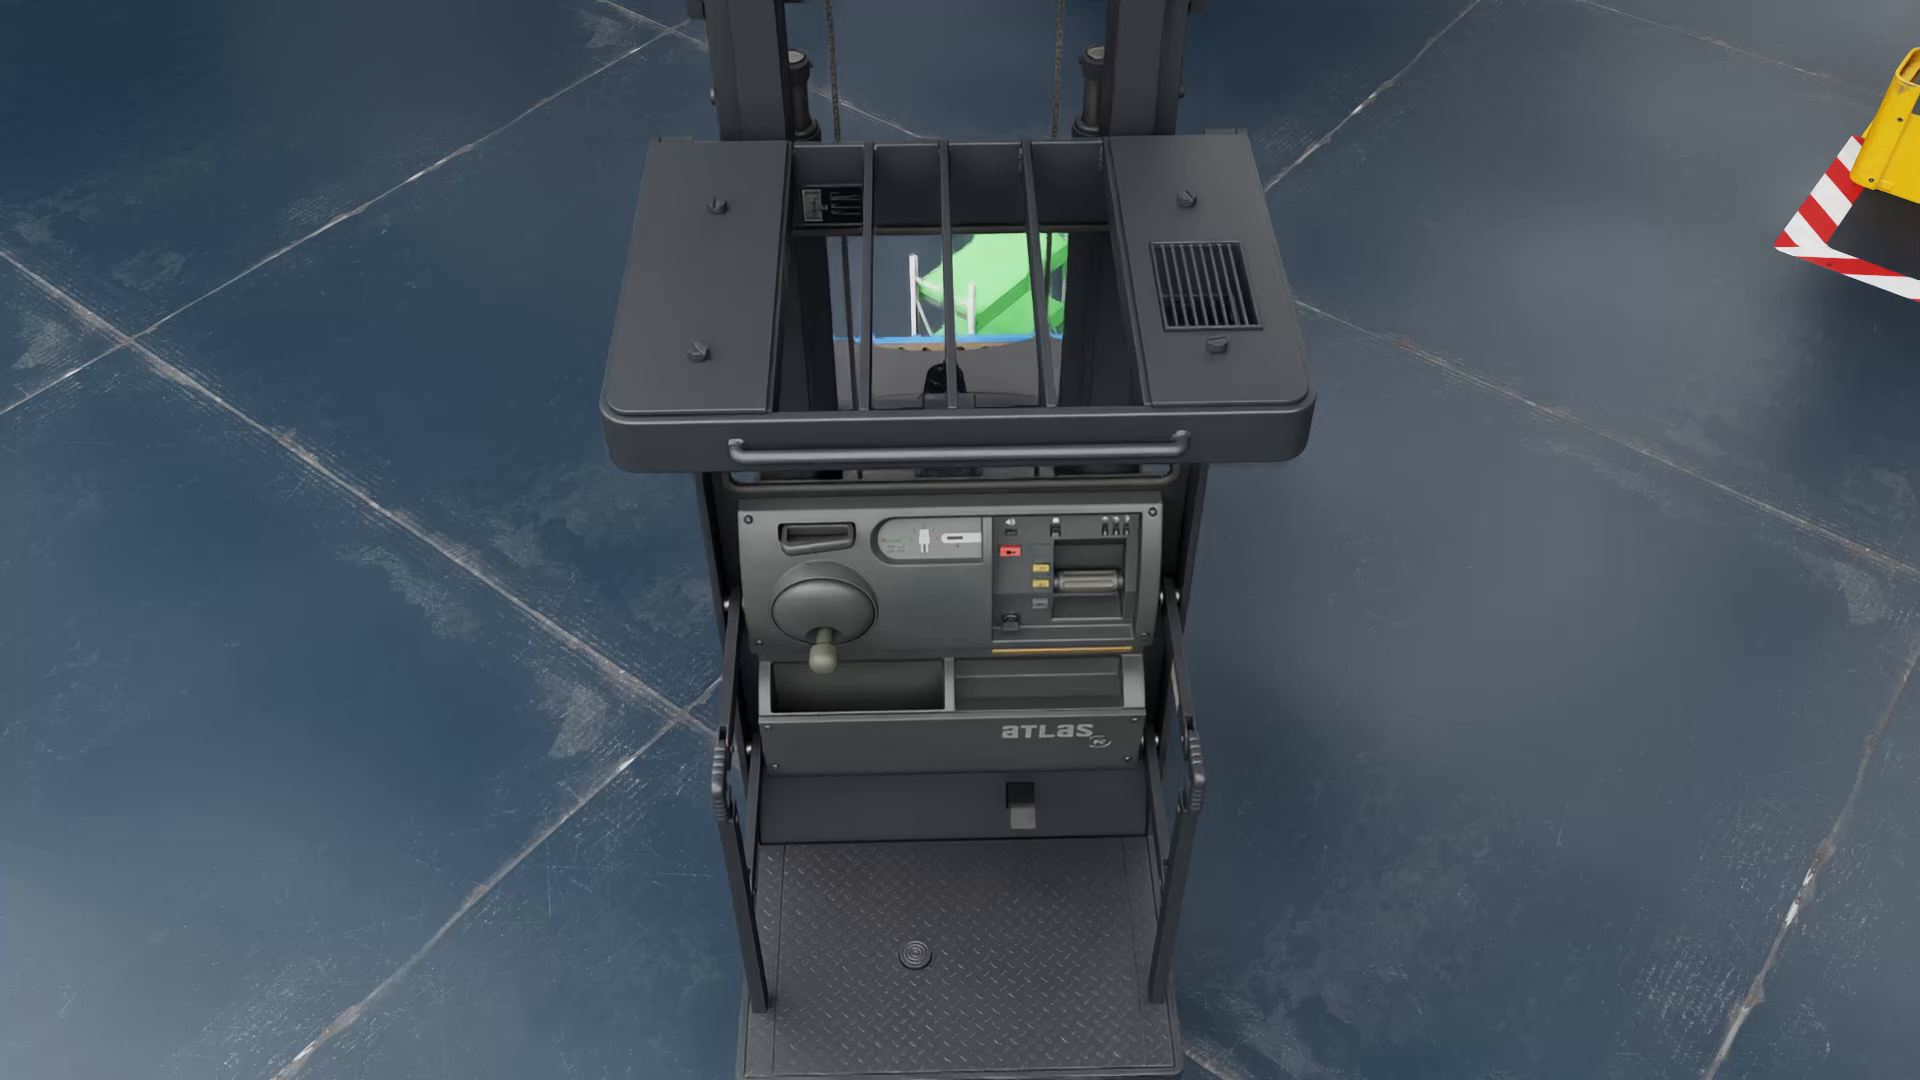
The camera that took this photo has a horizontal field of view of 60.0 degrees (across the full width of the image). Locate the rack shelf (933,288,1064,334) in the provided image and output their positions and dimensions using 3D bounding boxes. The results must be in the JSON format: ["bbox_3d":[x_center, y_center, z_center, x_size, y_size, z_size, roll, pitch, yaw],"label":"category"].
[{"bbox_3d":[0.100,-0.638,5.285,0.258,0.148,0.480,30,53,25],"label":"rack shelf"}]

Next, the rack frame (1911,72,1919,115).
[{"bbox_3d":[4.380,-2.402,5.970,1.000,3.000,0.127,29,53,25],"label":"rack frame"}]

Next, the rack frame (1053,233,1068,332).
[{"bbox_3d":[0.252,-0.653,5.544,0.240,1.200,0.015,30,53,25],"label":"rack frame"}]

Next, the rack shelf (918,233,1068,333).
[{"bbox_3d":[0.100,-0.804,5.112,0.258,0.148,0.480,30,53,25],"label":"rack shelf"}]

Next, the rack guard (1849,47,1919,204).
[{"bbox_3d":[4.427,-1.582,6.916,1.175,0.500,0.348,29,53,25],"label":"rack guard"}]

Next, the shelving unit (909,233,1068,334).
[{"bbox_3d":[0.100,-0.516,5.412,0.258,1.200,0.503,30,53,25],"label":"shelving unit"}]

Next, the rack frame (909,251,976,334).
[{"bbox_3d":[-0.052,-0.378,5.280,0.240,1.200,0.015,30,53,25],"label":"rack frame"}]

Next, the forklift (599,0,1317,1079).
[{"bbox_3d":[-0.011,0.191,3.541,1.130,2.935,3.031,-1,46,-1],"label":"forklift"}]
